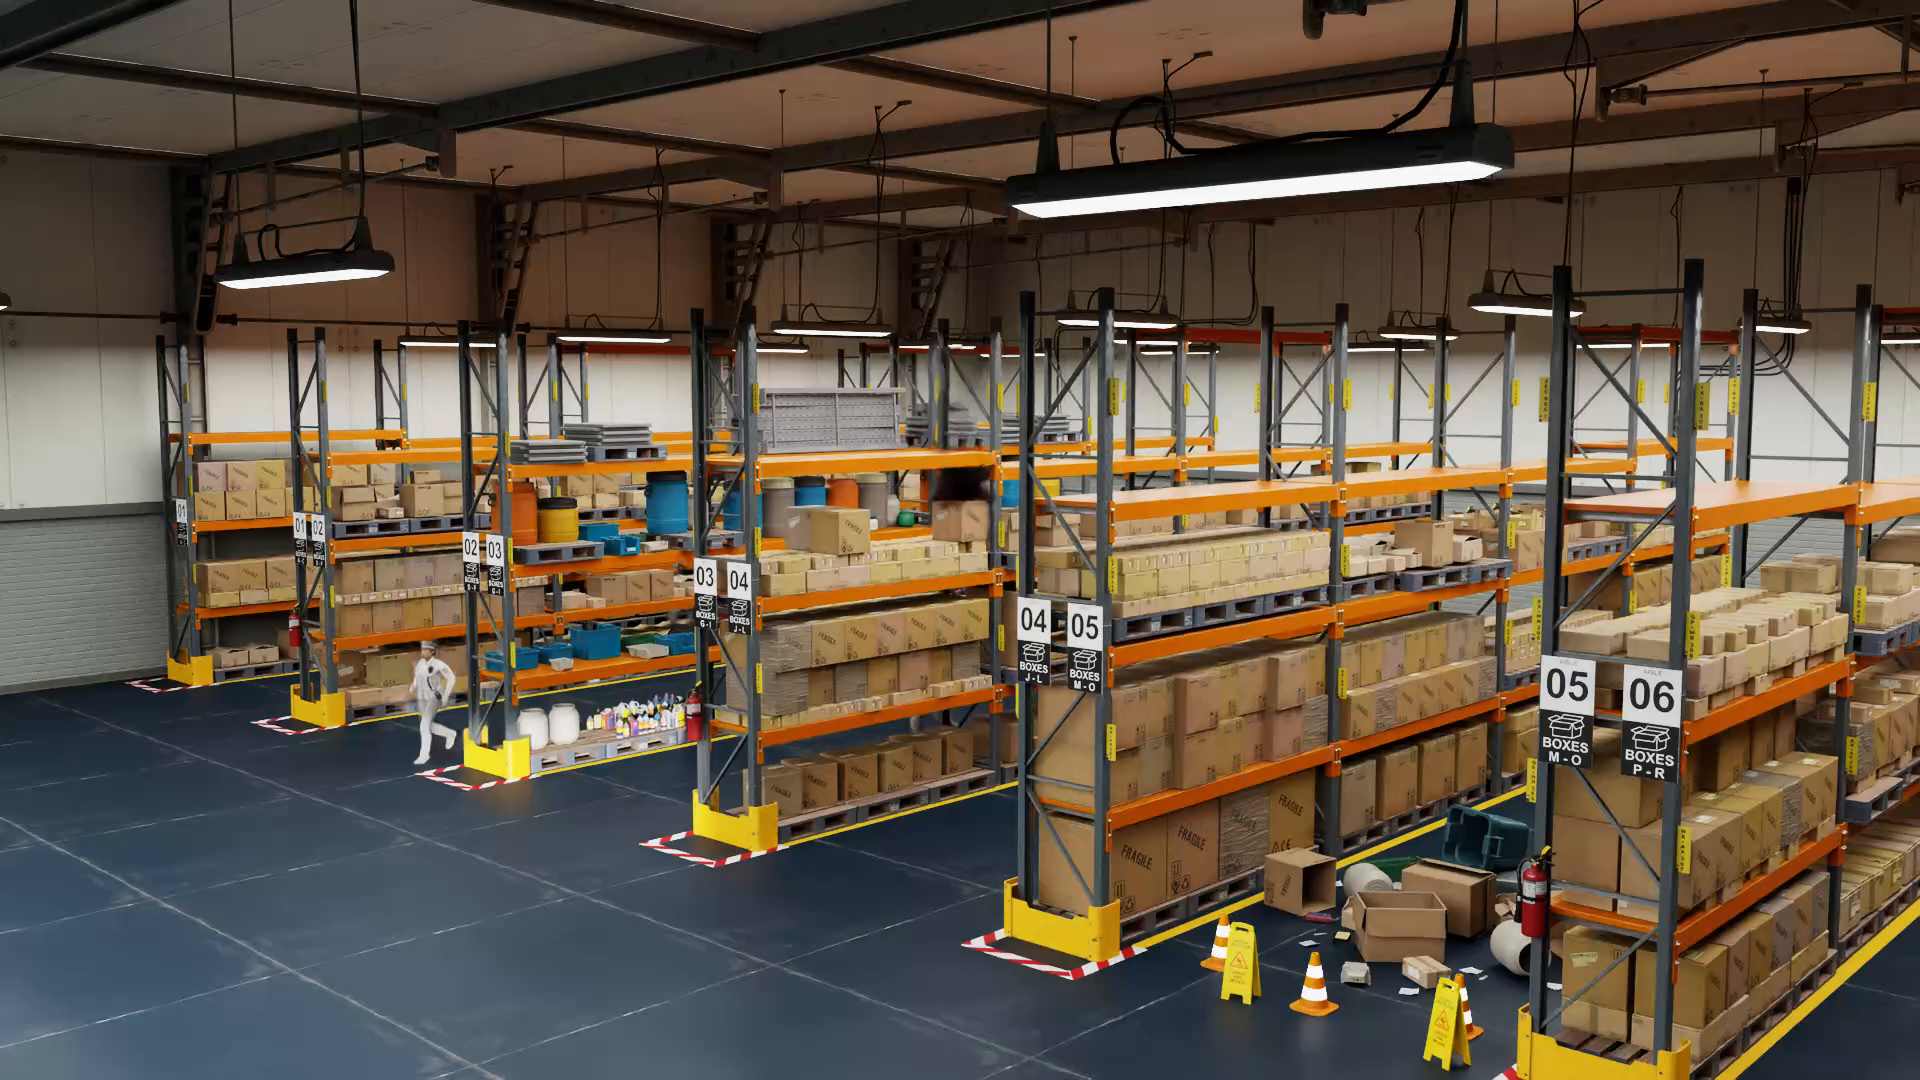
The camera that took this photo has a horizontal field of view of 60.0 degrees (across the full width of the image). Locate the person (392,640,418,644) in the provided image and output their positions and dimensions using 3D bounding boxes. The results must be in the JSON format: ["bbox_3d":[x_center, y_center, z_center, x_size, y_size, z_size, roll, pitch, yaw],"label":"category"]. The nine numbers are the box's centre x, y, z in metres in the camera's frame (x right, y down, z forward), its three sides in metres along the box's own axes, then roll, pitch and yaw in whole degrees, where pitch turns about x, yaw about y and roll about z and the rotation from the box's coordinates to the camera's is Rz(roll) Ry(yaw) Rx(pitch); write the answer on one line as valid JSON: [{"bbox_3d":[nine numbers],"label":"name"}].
[{"bbox_3d":[-9.416,1.663,28.082,0.700,1.722,0.671,4,7,36],"label":"person"}]

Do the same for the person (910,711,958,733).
[{"bbox_3d":[-0.375,2.206,23.288,1.003,1.625,0.602,-5,7,-41],"label":"person"}]

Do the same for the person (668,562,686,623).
[{"bbox_3d":[-5.622,1.244,33.105,0.531,1.659,0.616,-5,7,-43],"label":"person"}]

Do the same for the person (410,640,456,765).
[{"bbox_3d":[-7.252,2.203,22.892,0.656,1.702,0.779,3,6,32],"label":"person"}]
